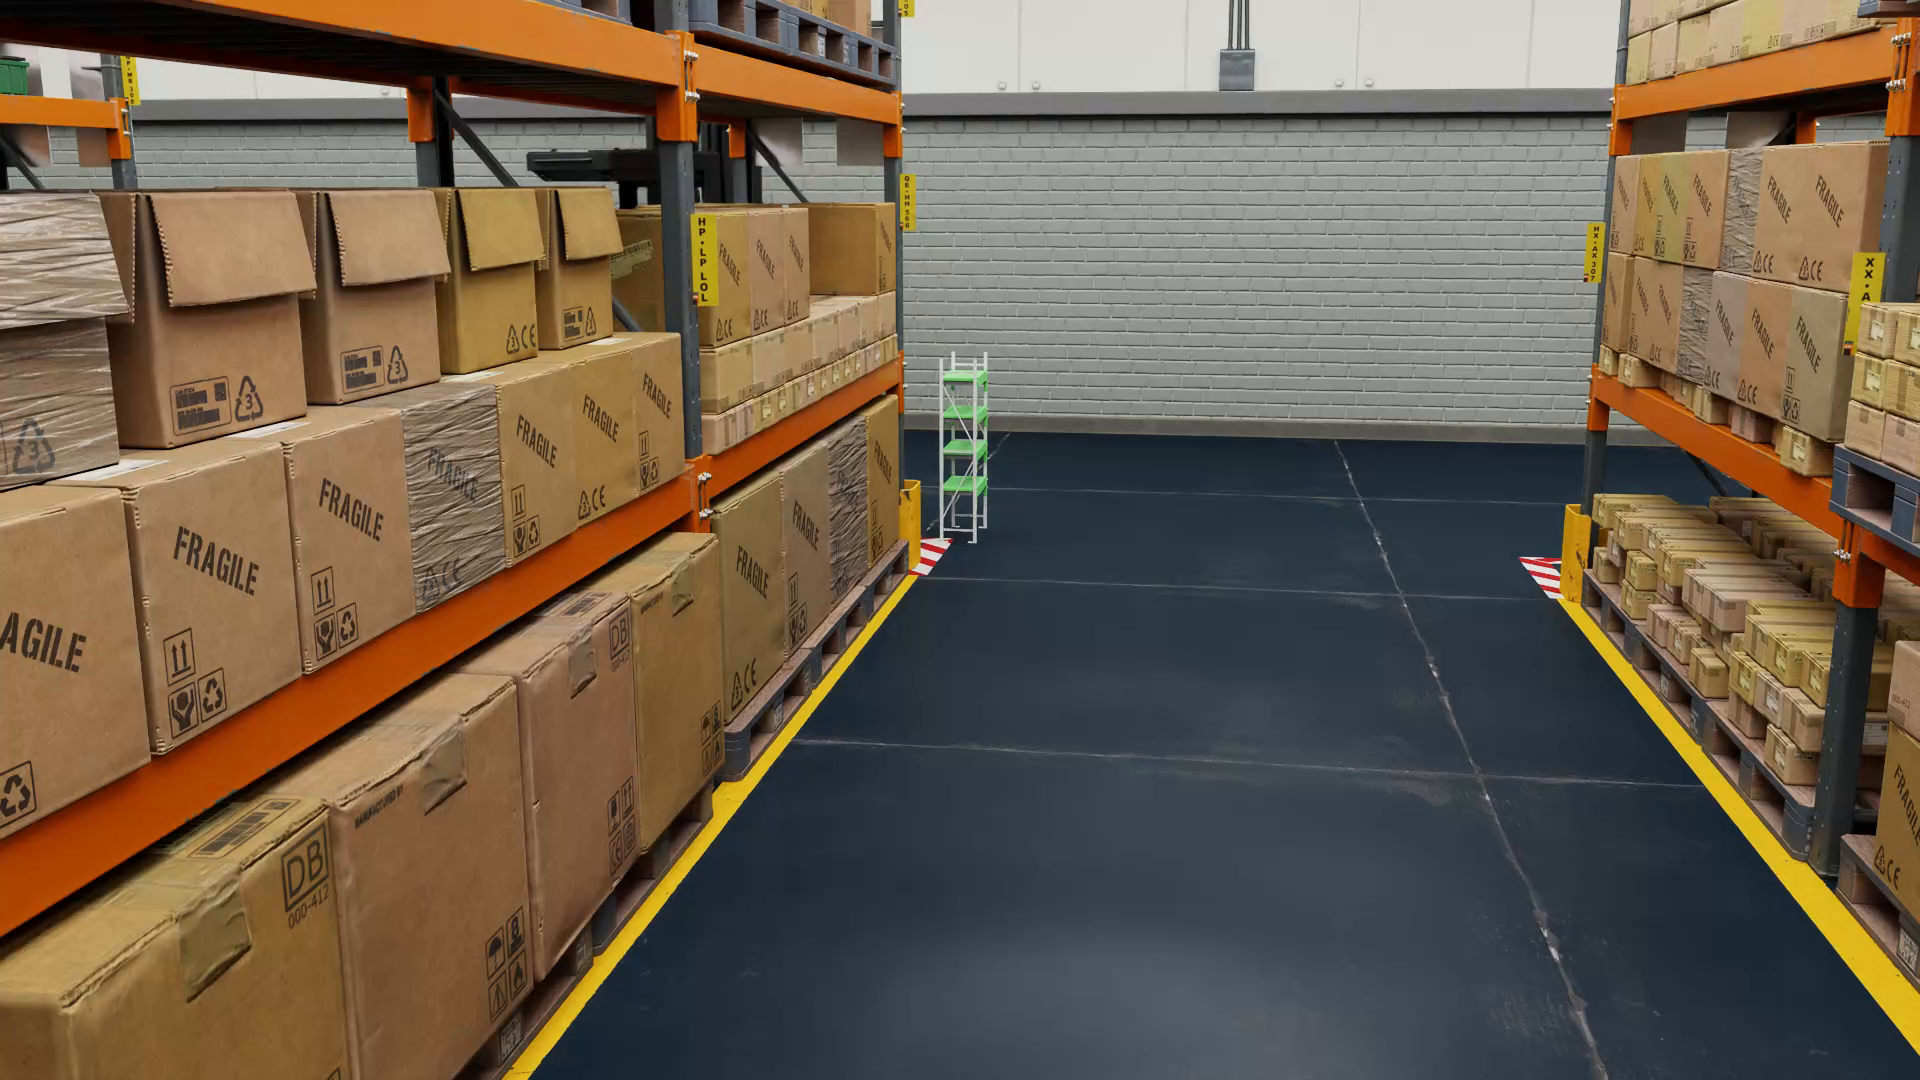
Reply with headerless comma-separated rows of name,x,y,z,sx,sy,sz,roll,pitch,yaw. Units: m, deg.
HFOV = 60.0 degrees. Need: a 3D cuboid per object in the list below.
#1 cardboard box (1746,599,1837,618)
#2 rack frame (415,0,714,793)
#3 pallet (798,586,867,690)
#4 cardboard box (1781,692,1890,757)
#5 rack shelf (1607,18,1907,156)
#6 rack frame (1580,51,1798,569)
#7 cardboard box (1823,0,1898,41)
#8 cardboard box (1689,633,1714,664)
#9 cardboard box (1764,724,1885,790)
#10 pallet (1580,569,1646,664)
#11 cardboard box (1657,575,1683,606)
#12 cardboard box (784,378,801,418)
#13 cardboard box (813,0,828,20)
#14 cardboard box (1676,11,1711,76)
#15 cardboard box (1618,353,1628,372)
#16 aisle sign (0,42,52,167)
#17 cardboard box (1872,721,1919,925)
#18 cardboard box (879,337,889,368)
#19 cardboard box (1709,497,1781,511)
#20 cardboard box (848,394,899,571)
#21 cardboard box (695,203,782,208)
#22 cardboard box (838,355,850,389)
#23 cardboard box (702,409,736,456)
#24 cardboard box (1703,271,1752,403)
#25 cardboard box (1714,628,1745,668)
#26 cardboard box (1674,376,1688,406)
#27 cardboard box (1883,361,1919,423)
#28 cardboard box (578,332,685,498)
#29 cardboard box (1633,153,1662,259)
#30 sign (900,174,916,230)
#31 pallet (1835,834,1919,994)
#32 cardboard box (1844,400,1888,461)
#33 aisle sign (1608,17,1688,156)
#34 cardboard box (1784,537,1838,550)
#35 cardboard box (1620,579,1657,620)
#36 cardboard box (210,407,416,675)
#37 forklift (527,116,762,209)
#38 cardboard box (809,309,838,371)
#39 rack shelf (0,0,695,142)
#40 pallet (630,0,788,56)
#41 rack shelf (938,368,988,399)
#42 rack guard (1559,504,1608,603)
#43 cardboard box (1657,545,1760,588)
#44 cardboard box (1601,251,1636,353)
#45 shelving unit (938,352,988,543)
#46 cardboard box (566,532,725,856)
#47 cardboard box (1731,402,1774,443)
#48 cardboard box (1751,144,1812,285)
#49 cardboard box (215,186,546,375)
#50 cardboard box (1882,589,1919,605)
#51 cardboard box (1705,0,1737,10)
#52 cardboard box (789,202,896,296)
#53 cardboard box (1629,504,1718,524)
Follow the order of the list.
cardboard box,3.372,0.344,6.634,0.380,0.149,0.250,2,12,11
rack frame,-1.459,-0.494,6.168,1.000,3.000,0.127,2,12,9
pallet,-1.080,0.458,8.366,1.003,0.211,1.213,2,12,9
cardboard box,3.160,0.654,5.901,0.380,0.149,0.250,2,12,10
rack shelf,3.734,-1.844,7.016,1.077,0.370,4.000,2,12,9
rack frame,4.041,-1.145,9.188,1.000,3.000,0.127,2,12,9
cardboard box,3.235,-1.817,5.539,0.500,0.250,0.500,2,12,10
cardboard box,3.415,0.515,7.252,0.380,0.149,0.250,2,12,10
cardboard box,3.150,0.783,6.010,0.380,0.149,0.250,2,12,9
pallet,3.870,0.402,8.629,1.003,0.211,1.213,2,12,9
cardboard box,3.565,0.216,7.937,0.380,0.149,0.250,1,12,6
cardboard box,-0.927,-0.640,7.440,0.380,0.149,0.250,2,12,8
cardboard box,-1.077,-2.873,8.614,0.700,0.500,0.500,1,12,7
cardboard box,3.568,-2.236,7.485,0.500,0.250,0.500,1,12,7
cardboard box,3.669,-0.911,8.699,0.380,0.149,0.250,2,12,11
aisle sign,-6.021,-2.783,10.616,0.394,0.787,0.004,2,12,9
cardboard box,3.050,0.849,4.870,0.500,0.500,0.500,2,12,11
cardboard box,-0.612,-1.065,9.413,0.380,0.149,0.250,2,12,9
cardboard box,4.210,-0.129,8.832,0.380,0.149,0.250,2,12,9
cardboard box,-0.864,-0.358,9.581,0.875,0.875,0.875,2,12,9
cardboard box,-1.262,-1.571,9.031,0.500,0.500,0.500,2,12,7
cardboard box,-0.769,-0.853,8.427,0.380,0.149,0.250,2,12,9
cardboard box,-1.085,-0.422,6.430,0.380,0.149,0.250,2,12,9
cardboard box,3.380,-0.828,6.774,0.500,0.500,0.500,2,12,8
cardboard box,3.369,0.439,6.902,0.380,0.149,0.250,2,12,10
cardboard box,3.539,-0.693,7.684,0.380,0.149,0.250,2,12,8
cardboard box,2.873,-0.419,4.713,0.380,0.149,0.250,2,12,8
cardboard box,-1.261,-0.437,5.664,0.500,0.500,0.500,2,12,9
cardboard box,3.639,-1.638,8.159,0.500,0.500,0.500,2,12,10
sign,-0.310,-1.988,9.789,0.100,0.325,0.005,2,12,9
pallet,3.308,1.213,4.866,1.003,0.211,1.213,2,12,9
cardboard box,2.911,-0.328,4.995,0.380,0.149,0.250,1,12,6
aisle sign,3.756,-2.441,9.030,0.394,0.787,0.004,2,12,9
cardboard box,4.112,0.089,7.820,0.380,0.149,0.250,2,12,11
cardboard box,3.506,0.300,8.250,0.380,0.149,0.250,2,12,9
cardboard box,-1.579,-0.017,3.716,0.500,0.500,0.500,2,12,8
forklift,-2.063,-1.424,10.642,3.031,2.935,1.130,-10,16,-39
cardboard box,-0.889,-0.970,8.023,0.500,0.250,0.500,2,12,9
rack shelf,-1.767,-1.193,3.996,1.077,0.370,4.000,2,12,9
pallet,-1.323,-2.087,6.650,1.003,0.211,1.213,2,12,9
rack shelf,0.026,-1.028,10.939,0.258,0.148,0.480,2,12,9
rack guard,4.030,0.092,9.378,1.175,0.500,0.348,2,12,9
cardboard box,3.442,0.125,7.652,0.380,0.149,0.250,2,12,10
cardboard box,3.699,-1.255,8.754,0.500,0.500,0.500,2,12,11
shelving unit,0.025,-0.621,11.027,0.258,1.200,0.503,2,12,9
cardboard box,-1.538,0.473,5.726,1.225,0.875,0.875,2,12,9
cardboard box,3.347,-0.478,6.688,0.380,0.149,0.250,1,12,6
cardboard box,3.305,-1.210,6.172,0.500,0.500,0.500,1,12,7
cardboard box,-1.666,-0.758,4.772,0.797,0.503,0.637,2,12,9
cardboard box,3.912,0.305,6.817,0.380,0.149,0.250,2,12,10
cardboard box,3.472,-2.381,6.971,0.500,0.250,0.500,1,12,7
cardboard box,-0.659,-1.656,9.427,0.500,0.500,0.500,2,12,9
cardboard box,3.701,-0.089,8.642,0.380,0.149,0.250,2,12,10
